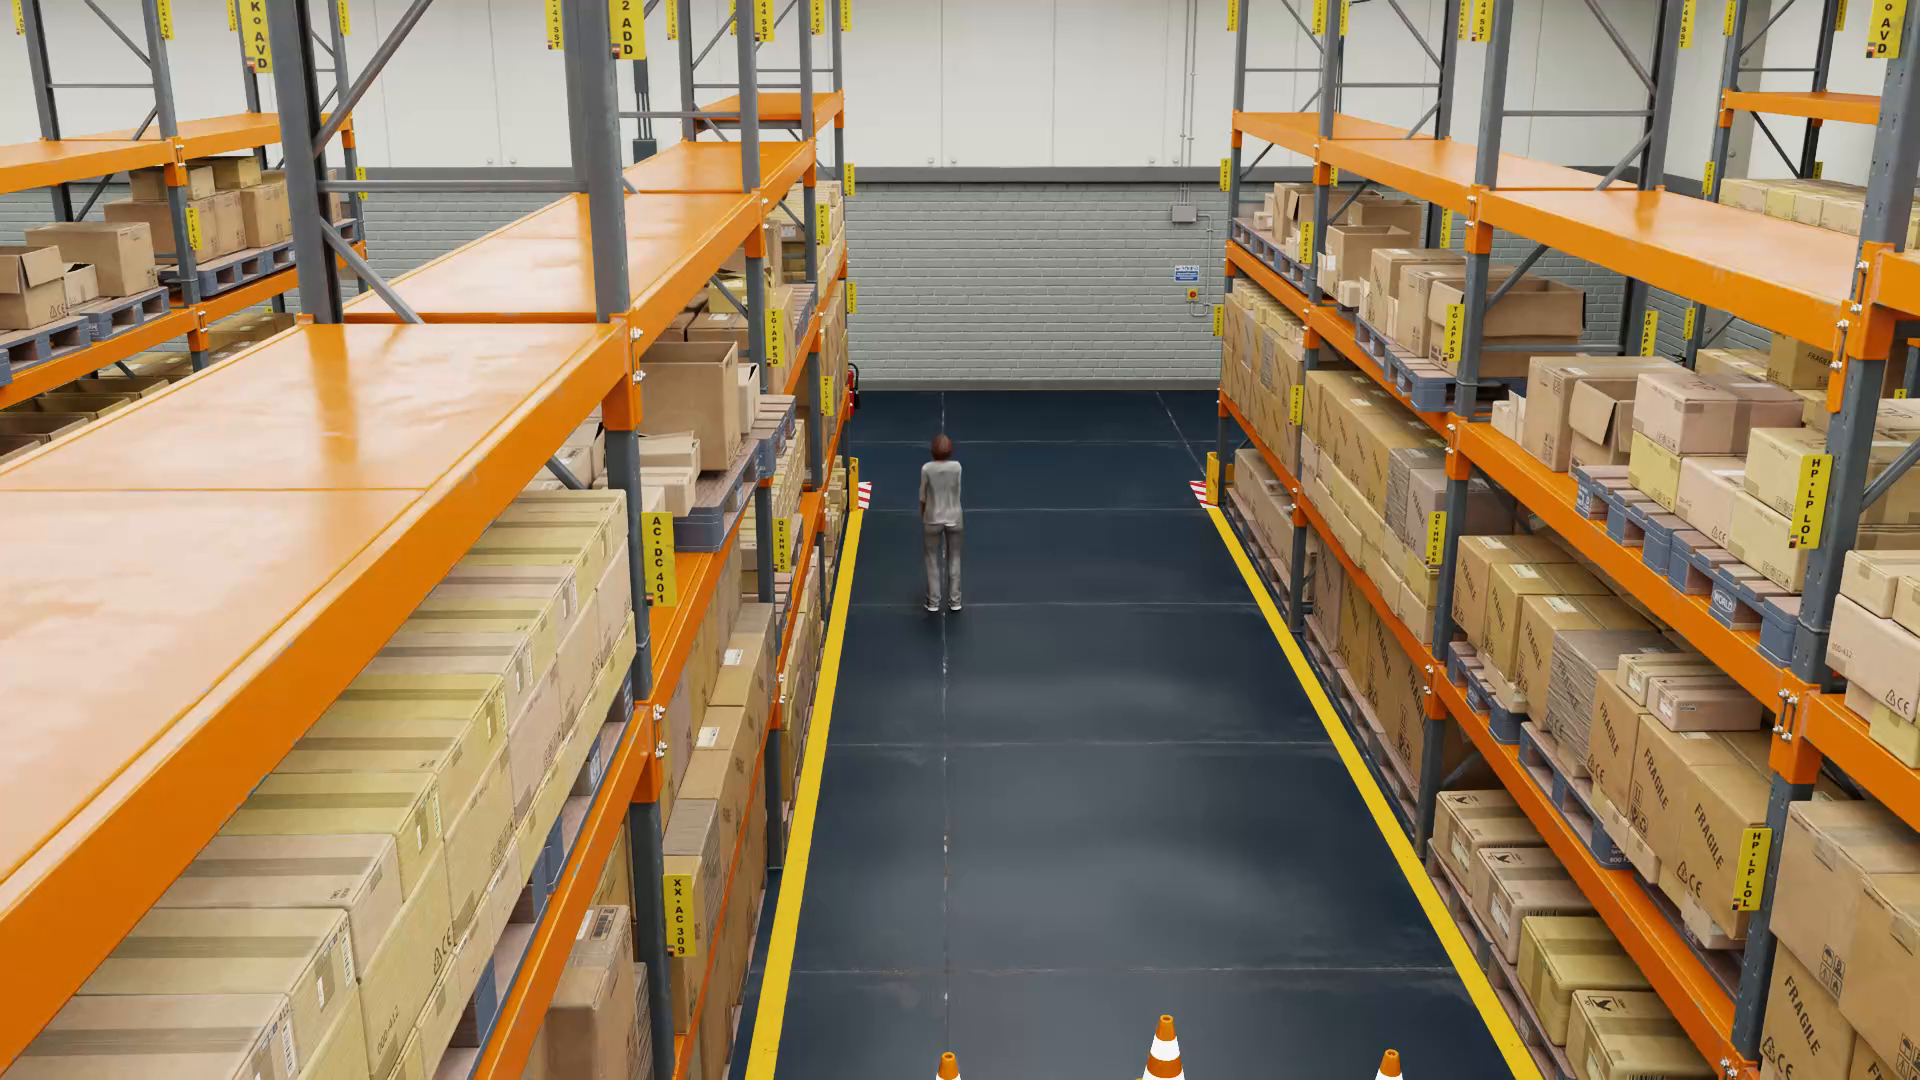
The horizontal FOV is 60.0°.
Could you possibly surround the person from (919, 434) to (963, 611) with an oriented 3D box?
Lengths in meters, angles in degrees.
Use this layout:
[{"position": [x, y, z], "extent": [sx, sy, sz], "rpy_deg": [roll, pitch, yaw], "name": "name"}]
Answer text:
[{"position": [-0.170, -0.177, 14.623], "extent": [0.375, 1.599, 0.500], "rpy_deg": [-3, 18, -9], "name": "person"}]
